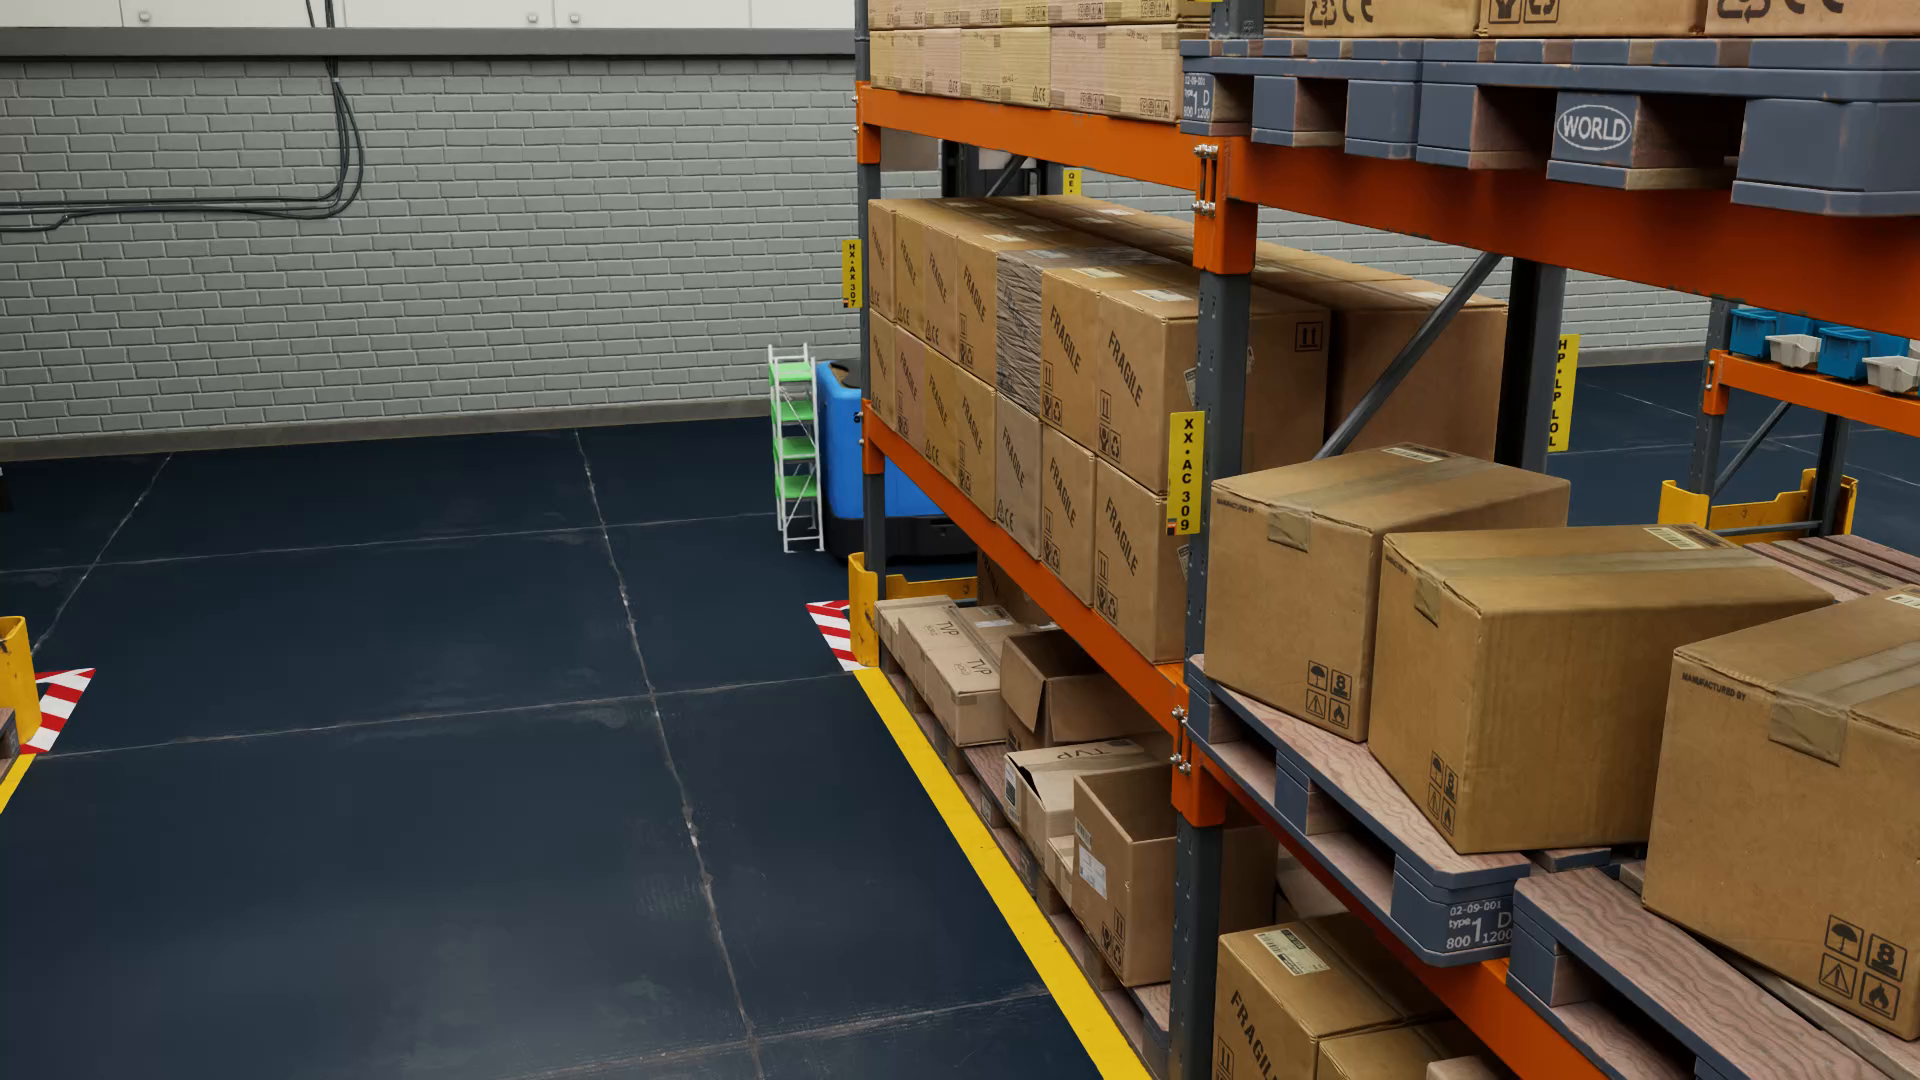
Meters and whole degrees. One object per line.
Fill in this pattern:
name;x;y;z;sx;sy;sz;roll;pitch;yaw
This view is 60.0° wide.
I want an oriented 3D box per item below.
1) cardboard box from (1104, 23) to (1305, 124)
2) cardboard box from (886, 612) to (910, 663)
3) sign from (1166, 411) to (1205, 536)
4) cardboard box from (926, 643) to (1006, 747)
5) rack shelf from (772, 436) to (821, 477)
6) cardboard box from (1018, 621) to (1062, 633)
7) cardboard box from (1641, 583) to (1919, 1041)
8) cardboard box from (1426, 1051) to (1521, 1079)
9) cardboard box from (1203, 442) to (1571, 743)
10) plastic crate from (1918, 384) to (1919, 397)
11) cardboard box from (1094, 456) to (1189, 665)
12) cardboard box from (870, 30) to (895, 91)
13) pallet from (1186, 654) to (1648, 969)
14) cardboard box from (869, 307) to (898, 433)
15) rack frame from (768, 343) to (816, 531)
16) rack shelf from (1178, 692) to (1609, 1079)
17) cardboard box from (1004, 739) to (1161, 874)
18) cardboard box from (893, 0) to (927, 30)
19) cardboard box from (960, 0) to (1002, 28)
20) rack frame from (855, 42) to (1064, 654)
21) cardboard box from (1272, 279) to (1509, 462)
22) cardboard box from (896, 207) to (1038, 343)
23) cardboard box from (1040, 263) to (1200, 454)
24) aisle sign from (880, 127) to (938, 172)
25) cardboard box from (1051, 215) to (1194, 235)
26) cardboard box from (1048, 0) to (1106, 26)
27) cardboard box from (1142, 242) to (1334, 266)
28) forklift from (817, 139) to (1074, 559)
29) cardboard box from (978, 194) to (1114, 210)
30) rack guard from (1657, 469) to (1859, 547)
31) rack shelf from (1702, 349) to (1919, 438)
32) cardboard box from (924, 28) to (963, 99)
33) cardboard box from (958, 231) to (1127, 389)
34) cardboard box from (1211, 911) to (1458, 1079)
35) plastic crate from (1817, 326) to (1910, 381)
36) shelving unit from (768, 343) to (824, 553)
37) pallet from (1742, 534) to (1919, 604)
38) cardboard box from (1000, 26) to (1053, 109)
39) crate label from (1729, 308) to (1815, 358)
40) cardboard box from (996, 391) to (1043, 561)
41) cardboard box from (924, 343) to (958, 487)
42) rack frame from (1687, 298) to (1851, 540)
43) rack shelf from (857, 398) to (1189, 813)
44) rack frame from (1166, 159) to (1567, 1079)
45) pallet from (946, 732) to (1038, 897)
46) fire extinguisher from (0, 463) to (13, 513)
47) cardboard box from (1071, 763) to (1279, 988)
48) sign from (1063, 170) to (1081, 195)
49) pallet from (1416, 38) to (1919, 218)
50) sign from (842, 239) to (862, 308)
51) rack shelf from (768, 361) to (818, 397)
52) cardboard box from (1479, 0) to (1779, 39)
cardboard box;0.717;-1.280;4.546;0.500;0.250;0.500;-5;17;-15
cardboard box;-0.140;0.450;7.900;0.380;0.166;0.250;-5;17;-15
sign;0.587;-0.171;4.304;0.100;0.325;0.005;-5;17;-15
cardboard box;0.158;0.647;7.098;0.500;0.250;0.500;-5;17;-15
rack shelf;-1.013;-0.513;10.286;0.258;0.148;0.480;-4;17;-10
cardboard box;0.418;0.488;7.773;0.380;0.166;0.250;-5;17;-15
cardboard box;1.651;0.433;2.893;0.700;0.500;0.500;-10;19;-29
cardboard box;1.280;1.255;3.336;0.500;0.250;0.500;-5;17;-15
cardboard box;1.021;0.098;4.008;0.700;0.500;0.500;-12;20;-34
plastic crate;4.884;-0.789;8.051;0.416;0.233;0.300;-5;17;-15
cardboard box;0.722;0.032;4.956;0.500;0.500;0.500;-4;17;-14
cardboard box;-0.096;-2.111;7.312;0.500;0.250;0.500;-5;17;-15
pallet;1.221;0.520;3.841;1.003;0.211;1.213;-5;17;-15
cardboard box;-0.125;-0.812;7.769;0.500;0.500;0.500;-4;17;-14
rack frame;-1.058;-0.643;10.497;0.240;1.200;0.015;-4;17;-10
rack shelf;1.656;1.096;2.840;1.077;0.370;4.000;-5;17;-15
cardboard box;0.471;0.933;6.042;0.500;0.311;0.500;-5;17;-15
cardboard box;0.028;-2.211;6.776;0.500;0.250;0.500;-5;17;-15
cardboard box;0.305;-1.934;5.856;0.500;0.250;0.500;-5;17;-15
rack frame;0.007;-0.908;8.261;1.000;3.000;0.127;-5;17;-15
cardboard box;1.247;-0.481;4.928;0.500;0.500;0.500;-4;17;-14
cardboard box;0.026;-1.147;7.146;0.500;0.500;0.500;-5;17;-15
cardboard box;0.575;-0.589;5.288;0.500;0.500;0.500;-5;17;-16
aisle sign;-0.294;-2.149;7.873;0.394;0.787;0.004;-5;17;-15
cardboard box;0.680;-1.051;6.825;0.500;0.500;0.500;-4;17;-14
cardboard box;0.577;-1.658;4.934;0.500;0.250;0.500;-5;17;-15
cardboard box;0.964;-0.766;5.876;0.500;0.500;0.500;-5;17;-17
forklift;0.656;-1.450;10.185;3.031;2.935;1.130;-3;17;-10
cardboard box;0.394;-1.334;7.766;0.500;0.500;0.500;-5;17;-16
rack guard;4.751;-0.107;9.940;1.175;0.500;0.348;-5;17;-15
rack shelf;5.320;-0.401;7.824;1.077;0.370;4.000;-5;17;-15
cardboard box;0.168;-1.833;6.388;0.500;0.250;0.500;-5;17;-15
cardboard box;0.299;-0.868;6.216;0.500;0.500;0.500;-5;17;-16
cardboard box;1.005;1.338;4.365;0.500;0.500;0.500;-6;18;-18
plastic crate;4.703;-0.971;8.657;0.416;0.233;0.300;-5;17;-15
shelving unit;-1.014;-0.574;10.267;0.258;1.200;0.503;-4;17;-10
pallet;4.960;0.268;9.193;1.003;0.211;1.213;-5;17;-15
cardboard box;0.444;-1.557;5.467;0.500;0.250;0.500;-5;17;-15
crate label;4.522;-1.153;9.263;0.416;0.233;0.303;-5;17;-15
cardboard box;0.436;-0.252;5.903;0.500;0.500;0.500;-4;17;-14
cardboard box;0.157;-0.531;6.832;0.500;0.500;0.500;-5;17;-15
rack frame;4.771;-1.299;9.562;1.000;3.000;0.127;-5;17;-15
rack shelf;0.557;-0.010;6.523;1.077;0.370;4.000;-5;17;-15
rack frame;1.106;0.198;4.578;1.000;3.000;0.127;-5;17;-15
pallet;0.579;1.006;6.737;1.003;0.211;1.213;-5;17;-15
fire extinguisher;-4.353;-0.378;7.279;0.296;0.674;0.183;-5;17;-15
cardboard box;0.677;1.050;5.324;0.500;0.500;0.500;-5;17;-15
sign;0.546;-1.652;8.177;0.100;0.325;0.005;-5;17;-15
pallet;1.506;-0.676;2.600;1.213;0.211;1.003;-5;17;-15
sign;-0.515;-1.280;7.994;0.100;0.325;0.005;-5;17;-15
rack shelf;-1.022;-0.972;10.146;0.258;0.148;0.480;-4;17;-10
cardboard box;1.379;-1.207;2.965;0.600;0.600;0.600;-5;17;-16
